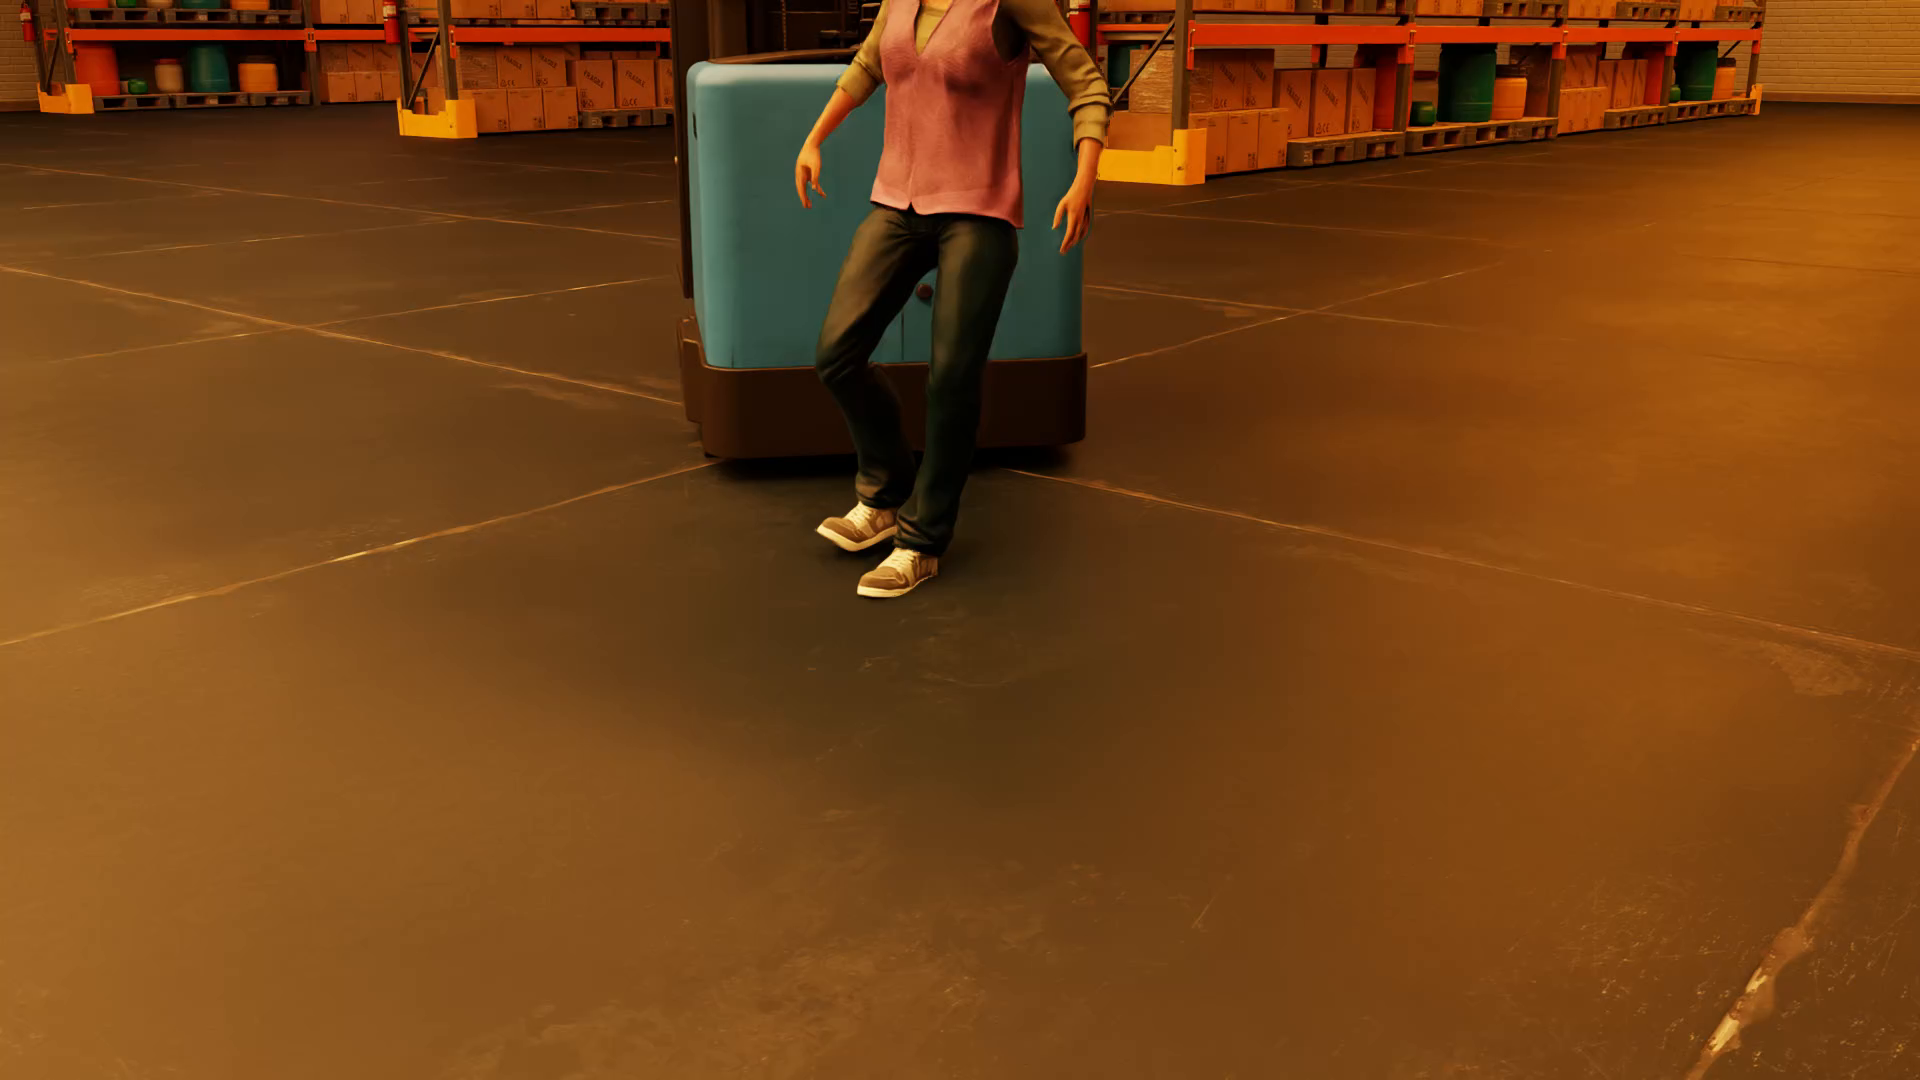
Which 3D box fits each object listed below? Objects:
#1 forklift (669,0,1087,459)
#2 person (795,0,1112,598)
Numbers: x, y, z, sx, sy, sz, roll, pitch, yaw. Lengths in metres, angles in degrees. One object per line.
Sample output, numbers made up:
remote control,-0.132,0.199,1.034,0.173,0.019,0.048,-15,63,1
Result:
forklift,-0.429,-2.003,5.492,1.130,2.935,3.031,-3,17,-10
person,-0.083,-0.671,3.542,0.716,1.564,0.551,12,20,34
